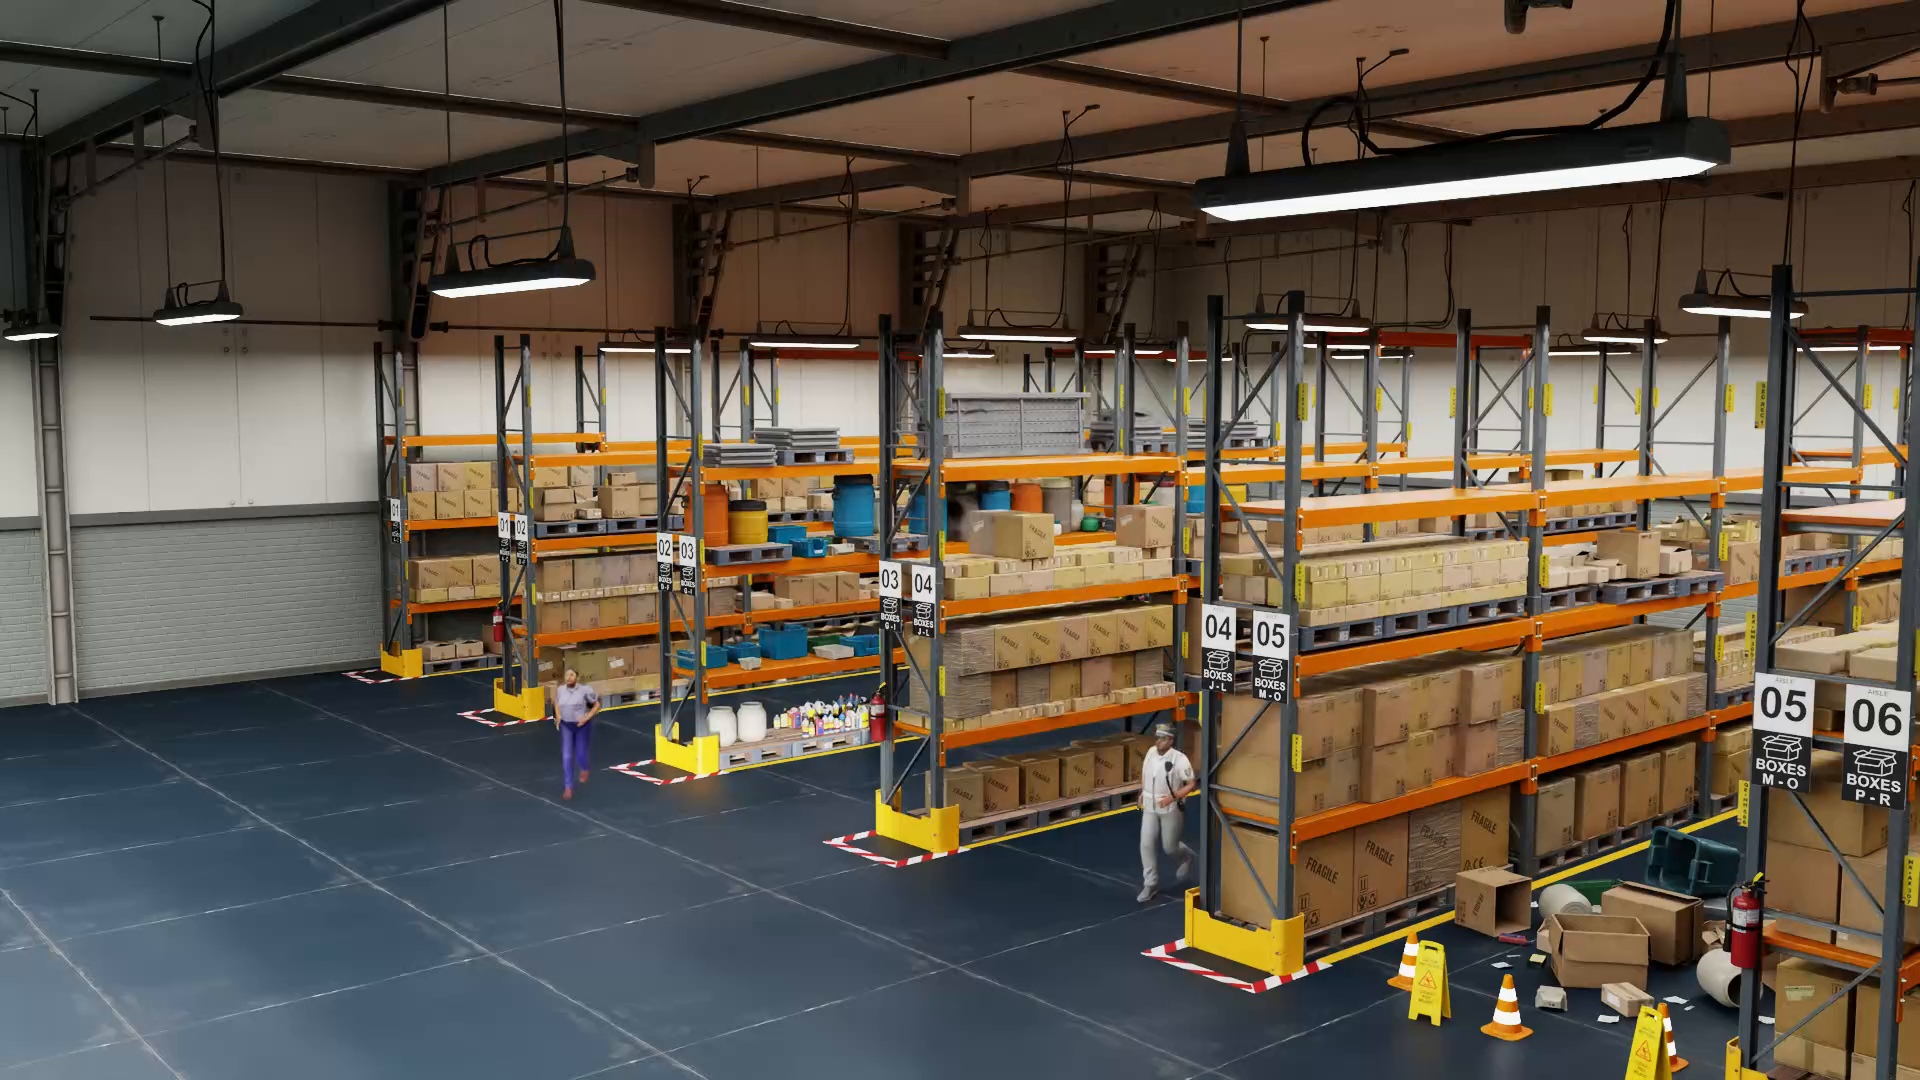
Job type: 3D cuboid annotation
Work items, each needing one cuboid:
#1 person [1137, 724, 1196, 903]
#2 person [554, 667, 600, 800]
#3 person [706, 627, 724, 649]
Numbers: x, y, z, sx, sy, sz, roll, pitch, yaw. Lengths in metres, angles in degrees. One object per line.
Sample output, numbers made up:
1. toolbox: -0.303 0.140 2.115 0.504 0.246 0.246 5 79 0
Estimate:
1. person: 2.103 2.746 17.030 0.675 1.790 0.906 4 6 35
2. person: -4.890 2.432 21.242 0.609 1.673 0.756 0 5 0
3. person: -4.662 1.492 30.820 0.580 1.639 0.990 4 7 40
